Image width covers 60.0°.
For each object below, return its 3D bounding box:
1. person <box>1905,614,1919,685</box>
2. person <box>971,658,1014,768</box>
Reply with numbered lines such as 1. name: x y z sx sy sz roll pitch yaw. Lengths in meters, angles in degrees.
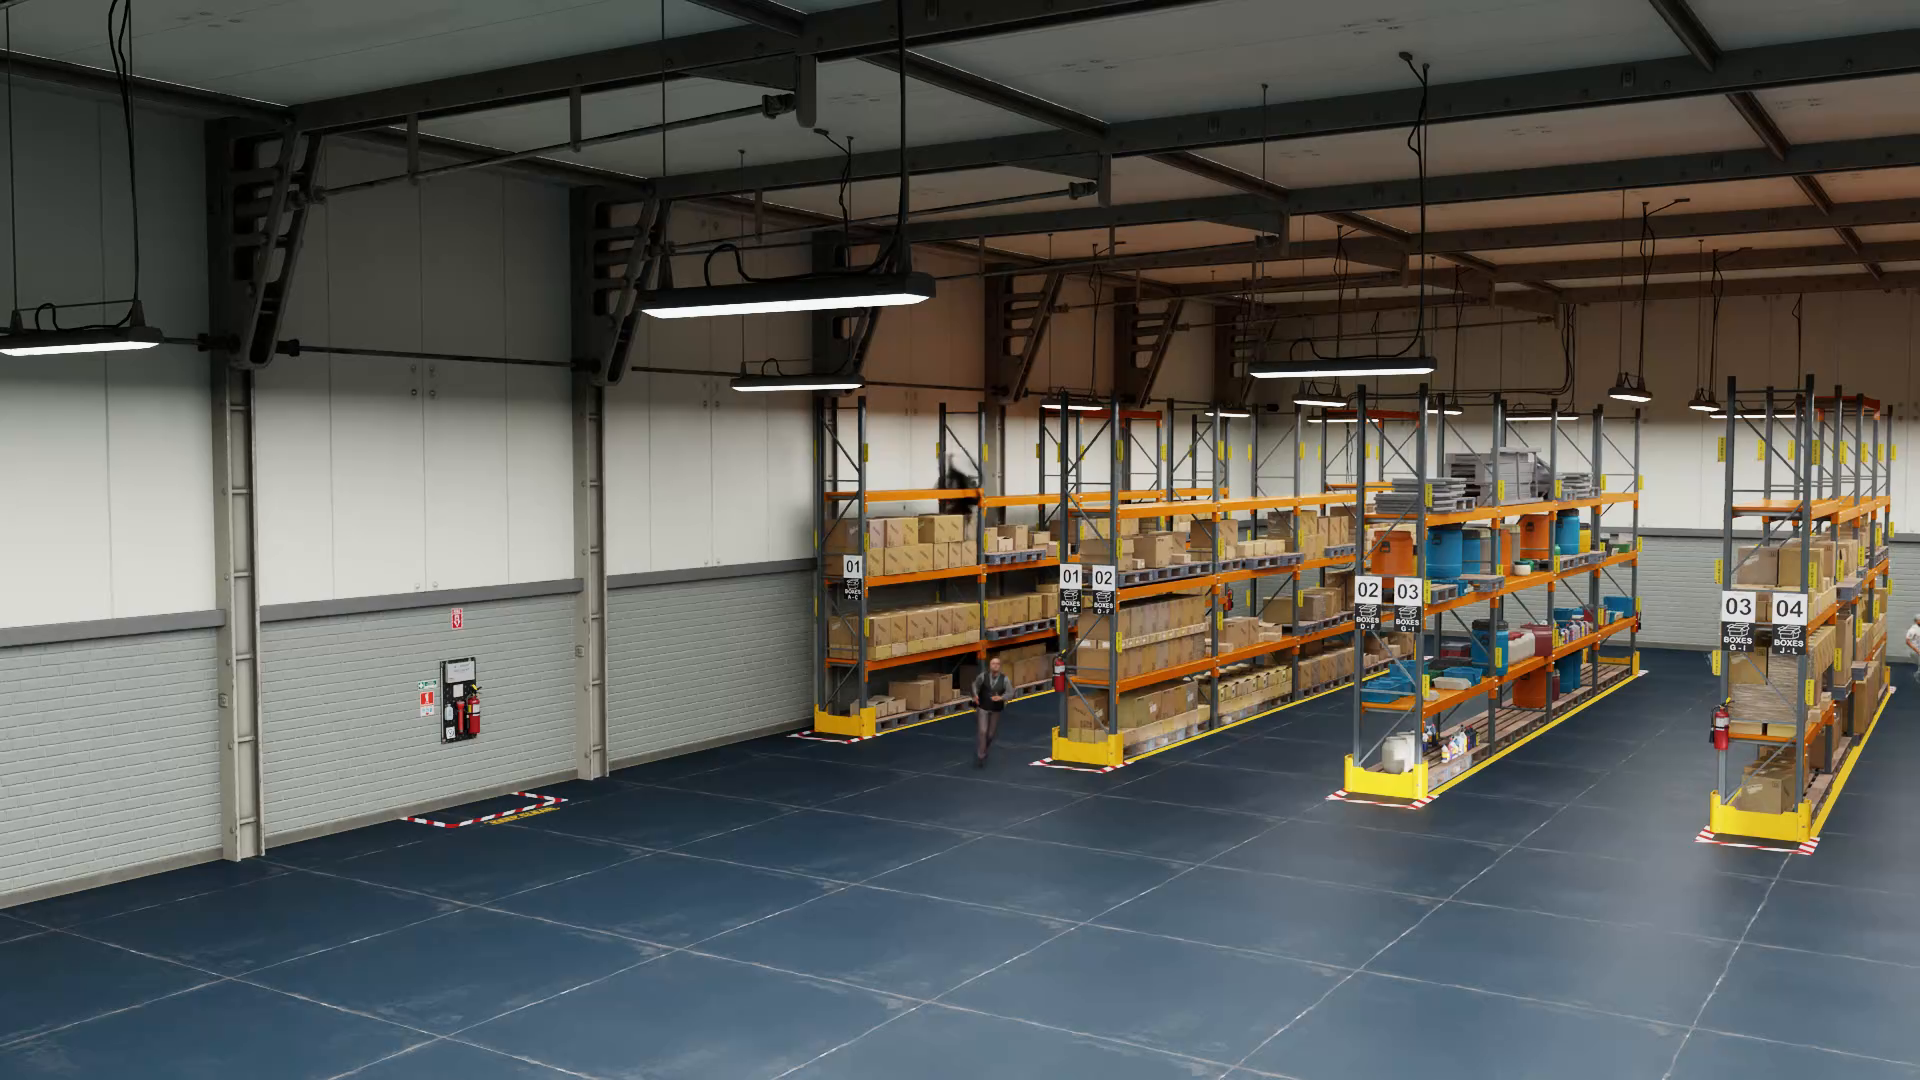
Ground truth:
1. person: 20.231 2.358 35.084 0.688 1.618 0.599 -1 3 -18
2. person: 0.524 2.759 26.834 0.690 1.716 0.866 0 3 0
